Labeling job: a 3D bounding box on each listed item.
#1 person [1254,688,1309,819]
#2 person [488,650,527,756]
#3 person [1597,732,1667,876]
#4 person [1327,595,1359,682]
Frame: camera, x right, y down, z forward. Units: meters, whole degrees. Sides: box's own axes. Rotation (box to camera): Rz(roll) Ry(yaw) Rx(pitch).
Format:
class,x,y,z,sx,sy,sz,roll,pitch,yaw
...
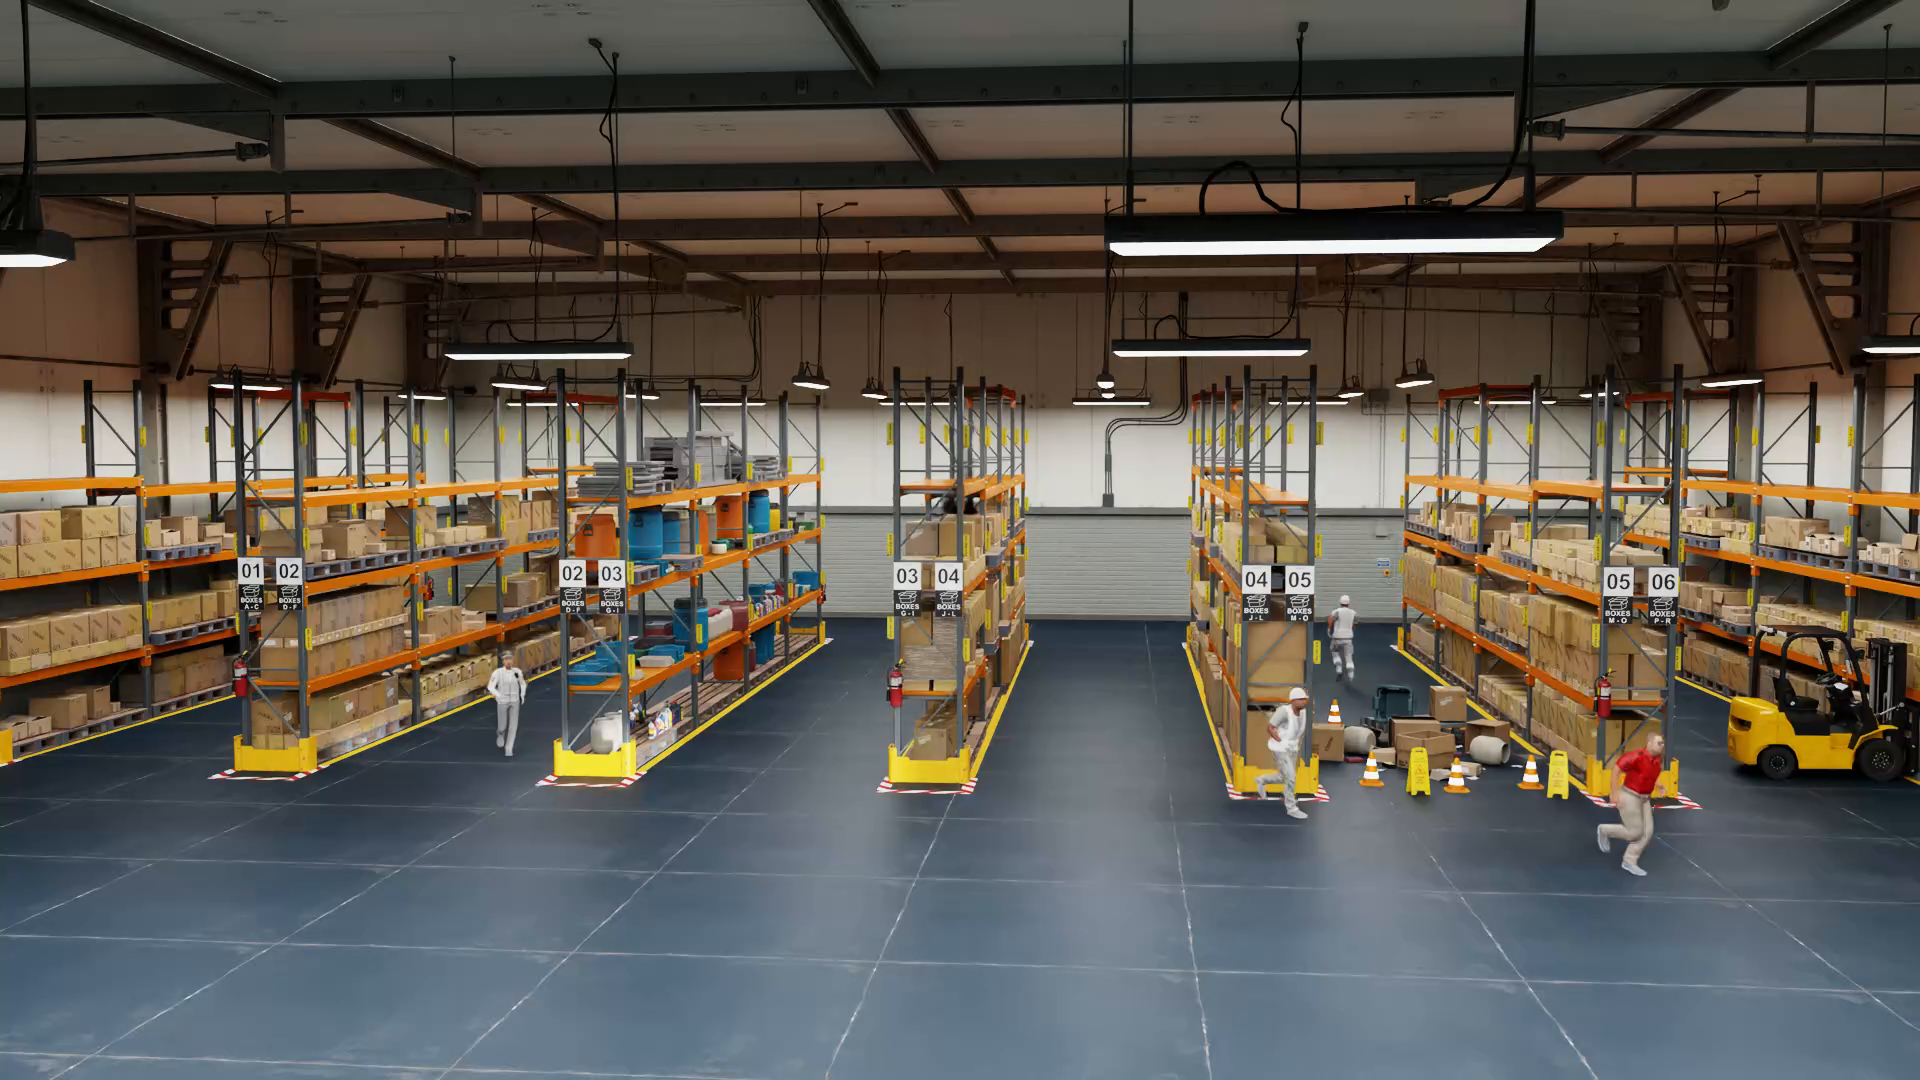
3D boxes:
class,x,y,z,sx,sy,sz,roll,pitch,yaw
person,4.232,2.783,22.036,0.654,1.726,0.890,-3,5,-38
person,-7.113,2.550,26.177,0.609,1.648,0.611,-2,4,-25
person,7.744,3.007,19.172,0.658,1.667,0.774,-3,5,-38
person,7.751,2.011,33.707,0.671,1.783,0.884,0,4,3
